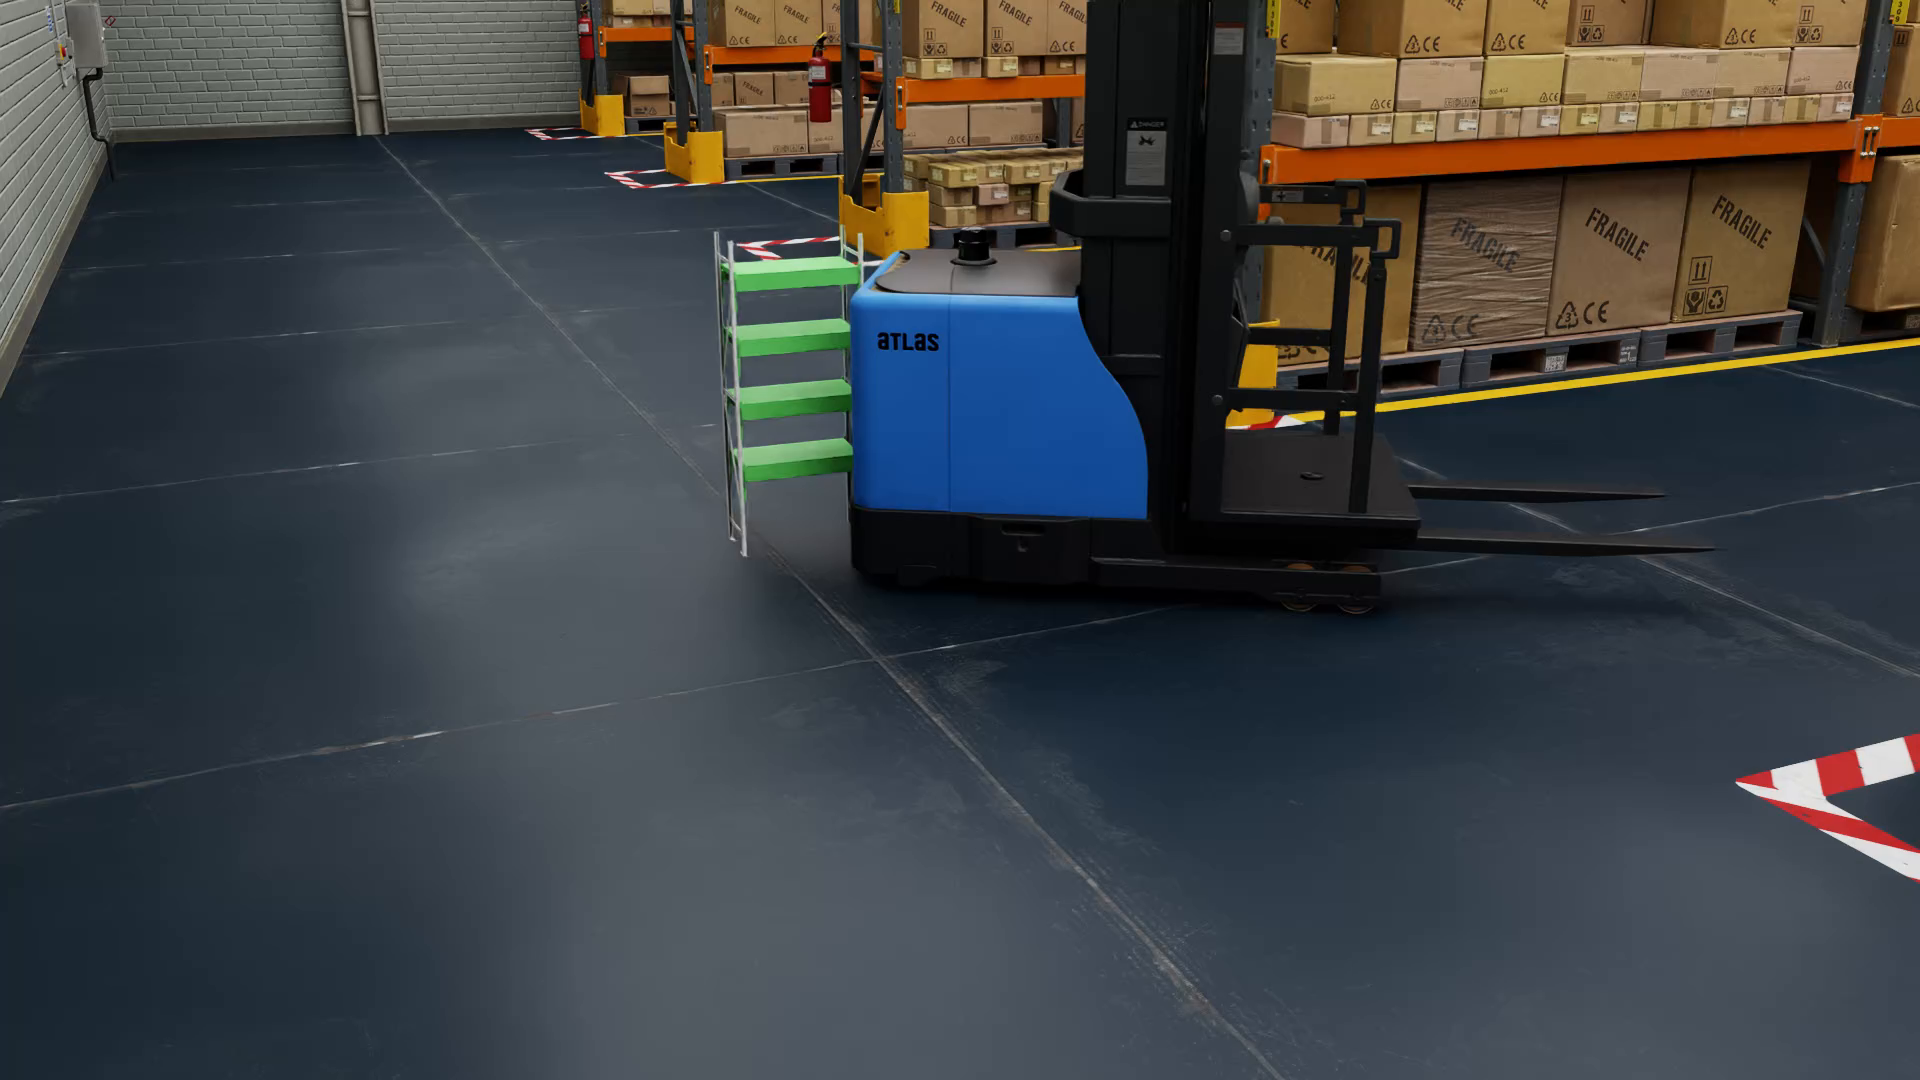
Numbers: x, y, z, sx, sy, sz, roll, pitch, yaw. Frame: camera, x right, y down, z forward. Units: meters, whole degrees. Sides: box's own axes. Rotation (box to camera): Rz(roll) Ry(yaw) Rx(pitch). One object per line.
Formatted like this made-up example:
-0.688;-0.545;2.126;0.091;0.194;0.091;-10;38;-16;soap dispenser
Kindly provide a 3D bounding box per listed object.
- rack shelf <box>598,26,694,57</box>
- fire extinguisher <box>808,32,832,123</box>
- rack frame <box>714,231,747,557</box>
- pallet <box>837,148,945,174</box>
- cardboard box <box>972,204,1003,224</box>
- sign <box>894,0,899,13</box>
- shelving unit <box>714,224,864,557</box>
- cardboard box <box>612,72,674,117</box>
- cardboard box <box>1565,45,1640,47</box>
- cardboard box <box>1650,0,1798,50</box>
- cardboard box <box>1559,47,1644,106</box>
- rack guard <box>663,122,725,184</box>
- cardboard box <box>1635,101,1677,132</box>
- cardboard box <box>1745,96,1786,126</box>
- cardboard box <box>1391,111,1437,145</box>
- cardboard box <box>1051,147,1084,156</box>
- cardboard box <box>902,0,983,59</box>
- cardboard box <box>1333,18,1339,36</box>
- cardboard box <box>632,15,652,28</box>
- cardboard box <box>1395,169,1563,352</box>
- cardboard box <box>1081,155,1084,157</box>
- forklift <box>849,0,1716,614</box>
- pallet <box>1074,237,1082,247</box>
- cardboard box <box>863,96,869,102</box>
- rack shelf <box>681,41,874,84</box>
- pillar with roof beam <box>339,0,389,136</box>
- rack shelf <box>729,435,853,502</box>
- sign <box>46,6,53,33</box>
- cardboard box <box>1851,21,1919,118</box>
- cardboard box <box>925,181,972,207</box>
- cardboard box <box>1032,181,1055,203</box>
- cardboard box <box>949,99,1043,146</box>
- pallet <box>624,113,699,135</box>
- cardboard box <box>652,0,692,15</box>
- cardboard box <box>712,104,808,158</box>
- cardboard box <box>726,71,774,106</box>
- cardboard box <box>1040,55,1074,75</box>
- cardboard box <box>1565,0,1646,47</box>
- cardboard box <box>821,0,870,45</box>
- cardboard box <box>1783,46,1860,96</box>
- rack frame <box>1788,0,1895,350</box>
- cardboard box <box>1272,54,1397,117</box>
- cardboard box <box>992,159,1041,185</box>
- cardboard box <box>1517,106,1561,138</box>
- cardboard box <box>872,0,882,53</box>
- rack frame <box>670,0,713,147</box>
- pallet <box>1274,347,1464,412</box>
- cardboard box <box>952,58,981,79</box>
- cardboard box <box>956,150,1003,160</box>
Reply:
-2.857;-6.616;21.878;4.000;0.370;1.077;-8;21;-22;rack shelf
-1.085;-3.578;12.845;0.183;0.674;0.296;-8;21;-22;fire extinguisher
-0.861;-0.538;6.243;0.015;1.200;0.240;-7;21;-20;rack frame
-0.902;-4.152;17.995;1.213;0.211;1.003;-8;21;-22;pallet
0.145;-2.567;12.955;0.250;0.149;0.380;-8;21;-22;cardboard box
-0.455;-3.925;11.851;0.005;0.325;0.100;-8;21;-22;sign
-0.634;-0.567;6.326;0.503;1.200;0.258;-7;21;-20;shelving unit
-4.094;-5.764;21.502;0.637;0.503;0.797;-9;21;-24;cardboard box
3.407;-2.637;9.272;0.500;0.250;0.500;-8;21;-21;cardboard box
4.096;-2.899;8.889;0.500;0.500;0.500;-8;21;-21;cardboard box
3.163;-2.413;8.636;0.500;0.250;0.500;-9;21;-23;cardboard box
-2.746;-3.997;17.120;0.348;0.500;1.175;-8;21;-22;rack guard
3.544;-2.255;8.789;0.250;0.149;0.380;-9;21;-23;cardboard box
4.252;-2.357;9.077;0.250;0.149;0.380;-9;21;-23;cardboard box
2.128;-2.052;8.212;0.250;0.149;0.380;-9;21;-23;cardboard box
0.930;-3.120;13.630;0.250;0.149;0.380;-9;21;-24;cardboard box
-0.149;-3.845;12.327;0.500;0.500;0.500;-7;21;-19;cardboard box
3.288;-4.401;14.250;0.250;0.149;0.380;-9;21;-23;cardboard box
-4.068;-6.581;21.073;0.250;0.149;0.380;-8;21;-21;cardboard box
2.593;-1.581;9.062;0.875;0.875;0.875;-8;21;-22;cardboard box
1.146;-2.961;13.179;0.250;0.149;0.380;-8;21;-21;cardboard box
1.159;-1.312;5.834;3.031;2.935;1.130;2;20;6;forklift
1.278;-2.633;13.681;1.213;0.211;1.003;-8;21;-22;pallet
-1.416;-5.909;22.447;0.250;0.149;0.380;-9;21;-24;cardboard box
-0.888;-5.102;17.580;4.000;0.370;1.077;-8;21;-22;rack shelf
-5.821;-8.129;16.060;0.400;9.000;9.100;-8;21;-22;pillar with roof beam
-0.634;-0.280;6.427;0.480;0.148;0.258;-7;21;-20;rack shelf
-7.929;-4.535;14.477;0.001;0.218;0.327;-8;21;-22;sign
5.396;-2.714;9.564;0.500;0.500;0.500;-8;21;-22;cardboard box
-0.088;-2.667;12.792;0.250;0.149;0.380;-7;21;-20;cardboard box
0.654;-2.745;13.015;0.250;0.149;0.380;-7;21;-20;cardboard box
0.330;-4.645;18.422;0.875;0.438;0.875;-8;21;-23;cardboard box
-3.892;-5.492;21.801;1.213;0.211;1.003;-8;21;-22;pallet
-3.707;-6.805;21.111;0.500;0.250;0.500;-8;21;-21;cardboard box
-2.158;-4.286;17.403;0.875;0.438;0.875;-9;21;-24;cardboard box
-2.769;-5.902;21.900;0.500;0.500;0.500;-8;21;-21;cardboard box
0.685;-3.676;12.824;0.250;0.149;0.380;-8;21;-22;cardboard box
3.402;-2.989;9.143;0.500;0.500;0.500;-9;21;-24;cardboard box
-1.242;-5.338;17.015;0.500;0.500;0.500;-8;21;-22;cardboard box
4.573;-2.614;9.208;0.500;0.250;0.500;-9;21;-23;cardboard box
4.874;-2.683;9.625;0.127;3.000;1.000;-8;21;-22;rack frame
1.749;-2.207;8.052;0.500;0.250;0.500;-9;21;-23;cardboard box
0.433;-2.849;12.861;0.250;0.149;0.380;-8;21;-22;cardboard box
2.838;-2.154;8.502;0.250;0.149;0.380;-8;21;-23;cardboard box
-0.360;-4.008;12.789;0.500;0.500;0.500;-8;21;-21;cardboard box
-2.724;-5.179;16.714;0.127;3.000;1.000;-8;21;-22;rack frame
1.904;-0.970;8.960;1.213;0.211;1.003;-8;21;-22;pallet
-0.026;-3.553;12.474;0.250;0.149;0.380;-7;21;-20;cardboard box
0.156;-3.052;13.437;0.250;0.149;0.380;-9;21;-23;cardboard box
